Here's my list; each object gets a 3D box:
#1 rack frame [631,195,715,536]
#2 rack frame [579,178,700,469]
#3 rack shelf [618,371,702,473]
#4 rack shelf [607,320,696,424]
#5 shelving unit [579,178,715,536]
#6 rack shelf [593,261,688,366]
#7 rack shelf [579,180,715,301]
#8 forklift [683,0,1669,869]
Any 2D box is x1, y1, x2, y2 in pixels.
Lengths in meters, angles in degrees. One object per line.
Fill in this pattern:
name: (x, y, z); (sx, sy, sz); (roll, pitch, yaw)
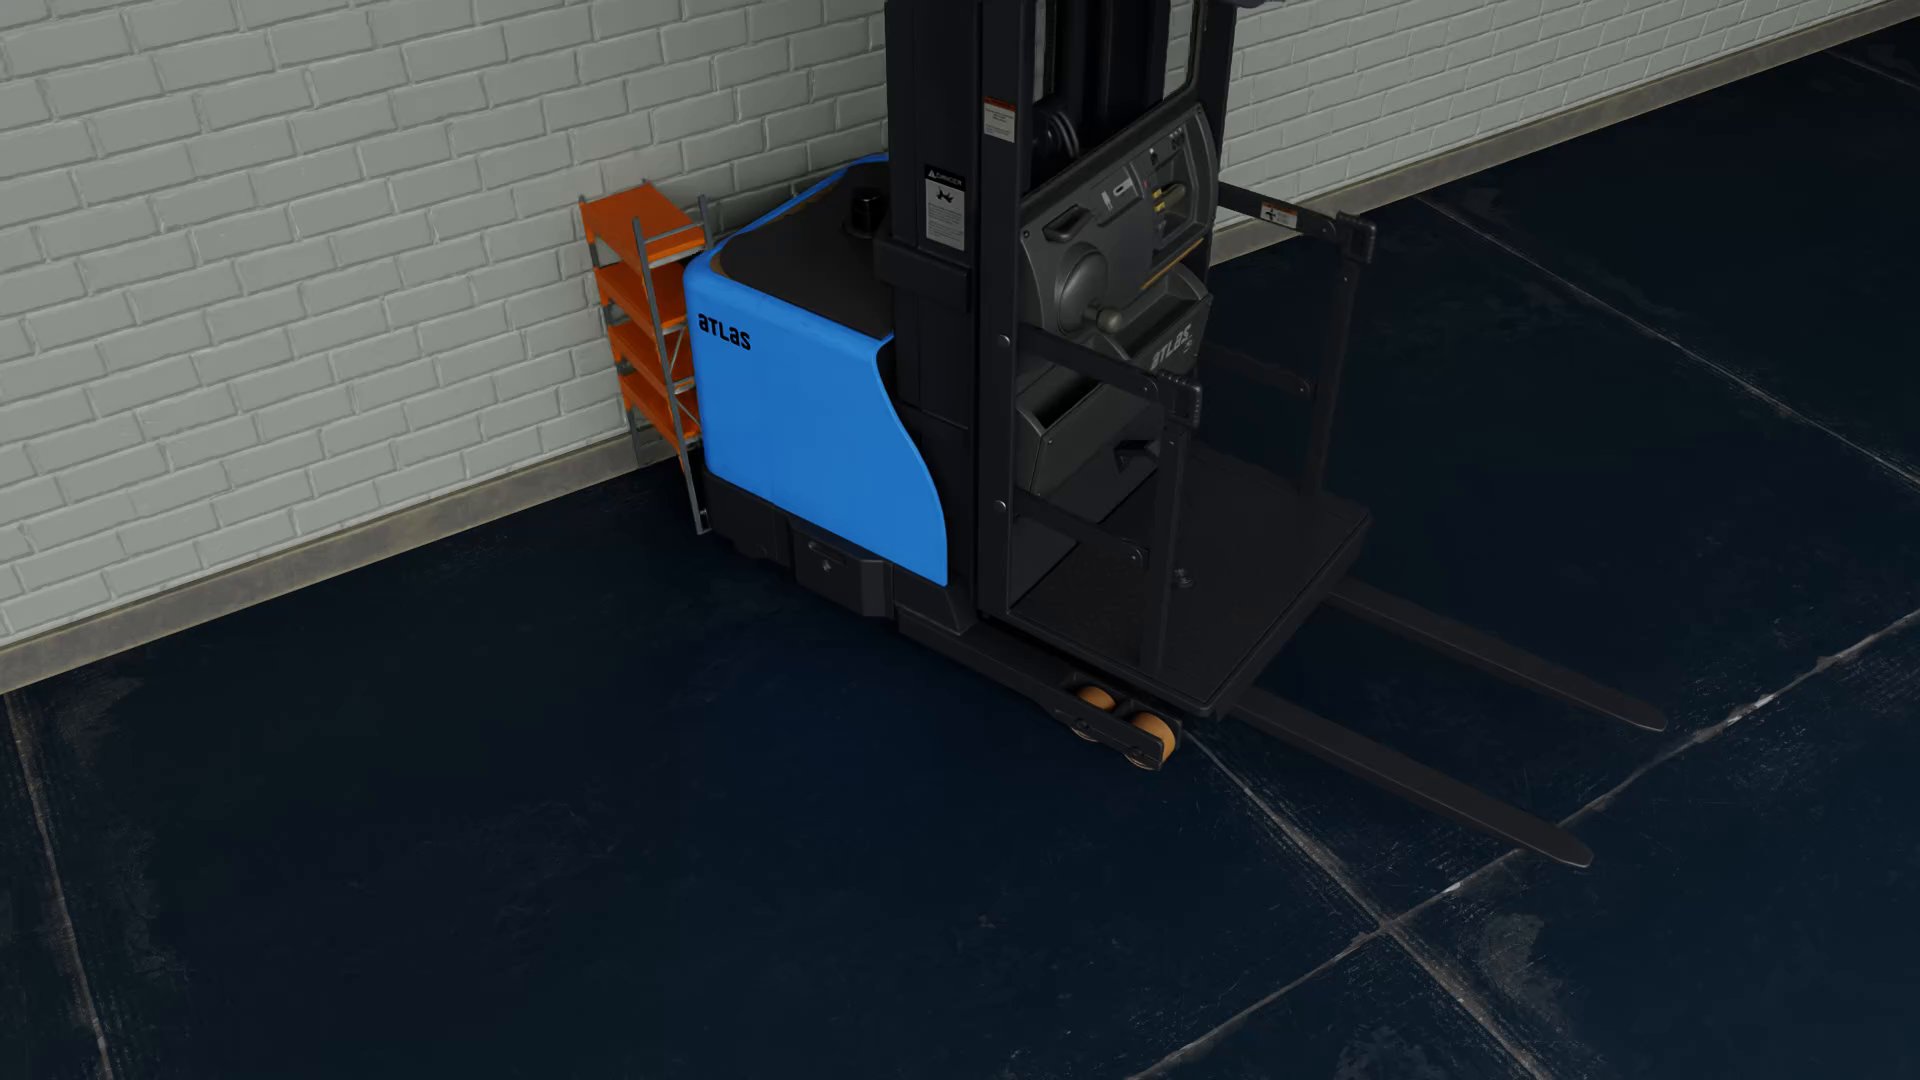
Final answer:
rack frame: (-0.838, -0.532, 5.373); (0.240, 1.200, 0.015); (-24, 42, -23)
rack frame: (-1.100, -0.775, 5.706); (0.240, 1.200, 0.015); (-24, 42, -23)
rack shelf: (-0.952, -0.446, 5.705); (0.258, 0.148, 0.480); (-24, 42, -23)
rack shelf: (-0.965, -0.601, 5.581); (0.258, 0.148, 0.480); (-24, 42, -23)
shelving unit: (-0.969, -0.654, 5.540); (0.258, 1.200, 0.503); (-24, 42, -23)
rack shelf: (-0.979, -0.776, 5.443); (0.258, 0.148, 0.480); (-24, 42, -23)
rack shelf: (-0.995, -0.961, 5.296); (0.258, 0.148, 0.480); (-24, 42, -23)
forklift: (0.620, -0.836, 4.464); (3.031, 2.935, 1.130); (25, 46, 27)
